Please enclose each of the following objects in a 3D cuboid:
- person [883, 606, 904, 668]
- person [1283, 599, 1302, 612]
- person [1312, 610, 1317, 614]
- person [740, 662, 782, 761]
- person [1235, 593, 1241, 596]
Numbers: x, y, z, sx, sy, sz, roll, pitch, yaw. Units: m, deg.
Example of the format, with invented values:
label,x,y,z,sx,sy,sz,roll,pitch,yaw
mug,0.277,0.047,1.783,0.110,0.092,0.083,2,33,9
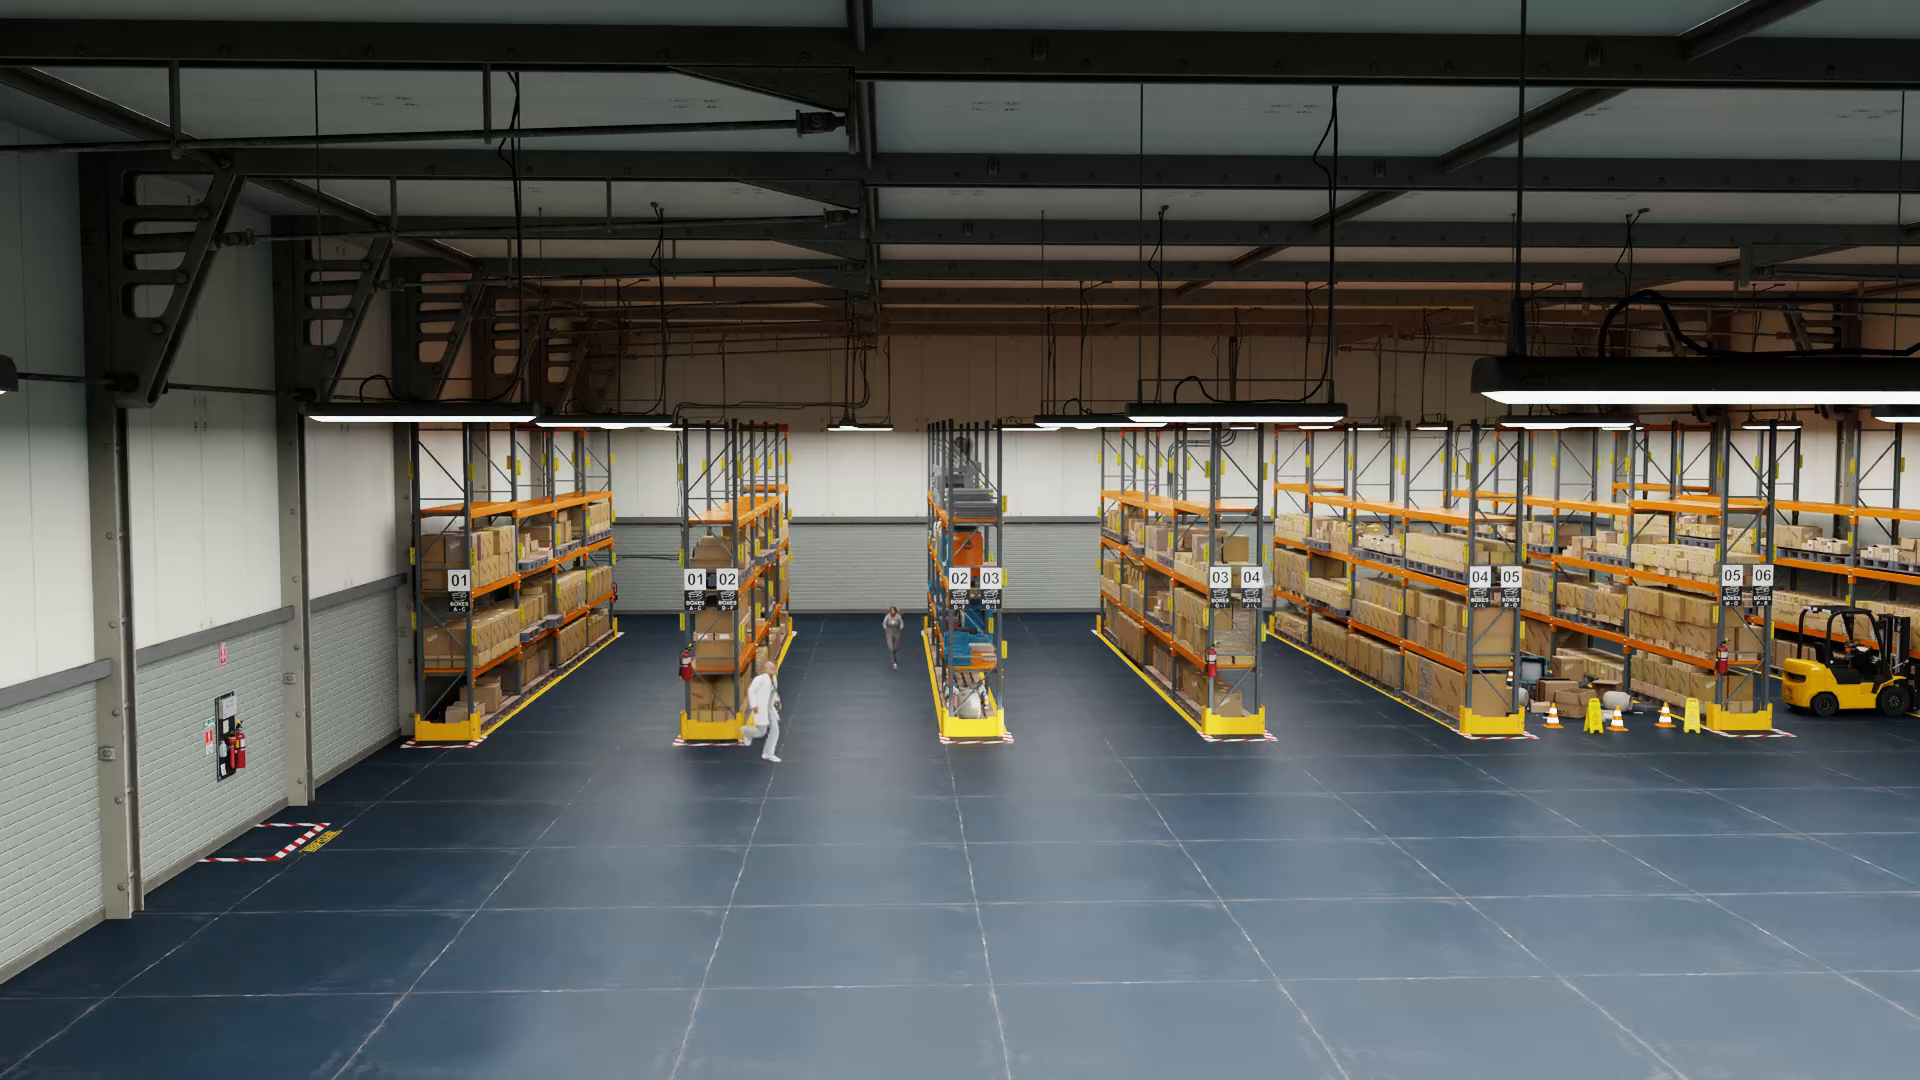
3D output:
label,x,y,z,sx,sy,sz,roll,pitch,yaw
person,-1.632,2.377,40.738,0.506,1.511,0.690,0,4,1
person,9.778,1.690,49.099,0.868,1.718,0.761,3,5,36
person,10.728,1.748,49.021,0.993,1.782,0.623,0,4,-5
person,-3.493,3.006,29.284,0.873,1.759,0.726,3,4,35
person,8.166,1.786,48.249,0.742,1.743,0.707,-3,5,-39
